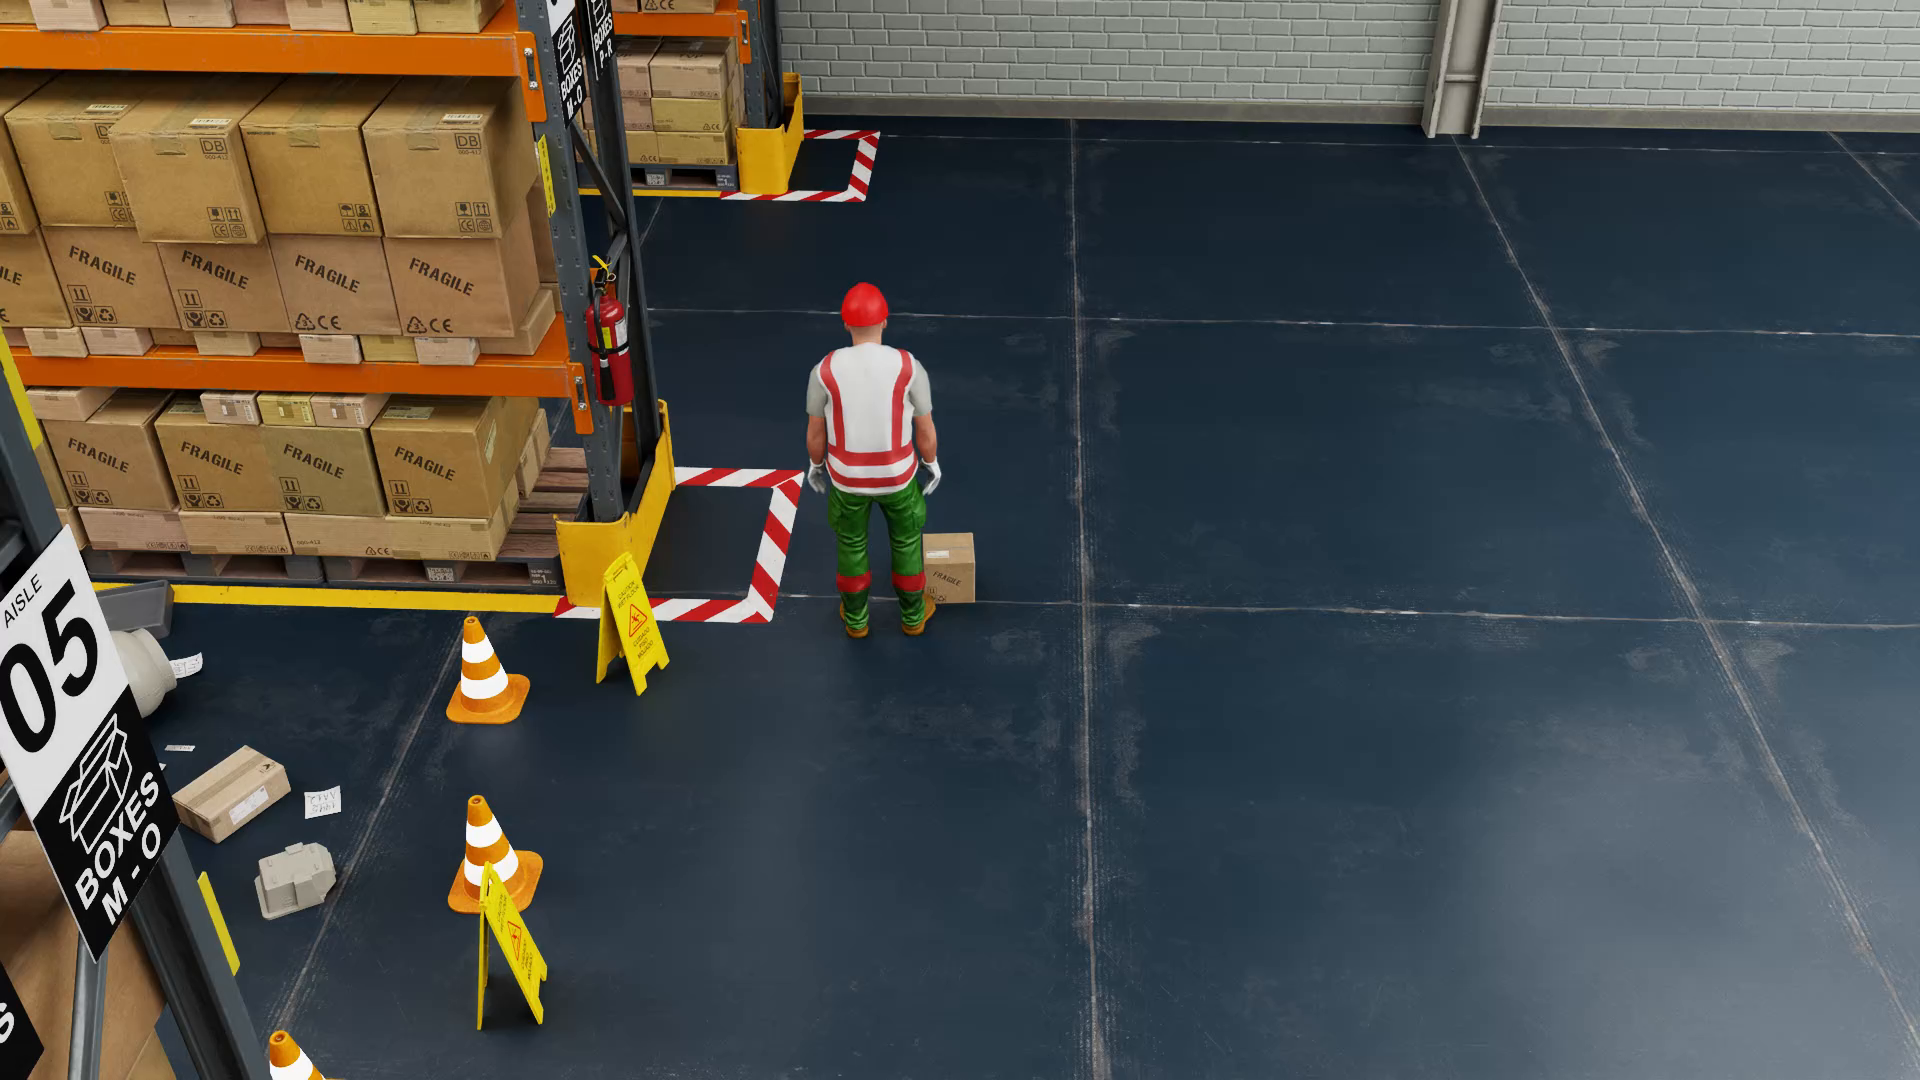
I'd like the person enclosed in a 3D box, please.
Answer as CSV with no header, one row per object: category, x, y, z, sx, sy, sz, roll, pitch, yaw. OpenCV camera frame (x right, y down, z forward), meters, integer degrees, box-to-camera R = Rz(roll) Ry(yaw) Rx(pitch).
person,-0.390,-0.325,7.562,0.609,1.780,0.448,0,35,0
